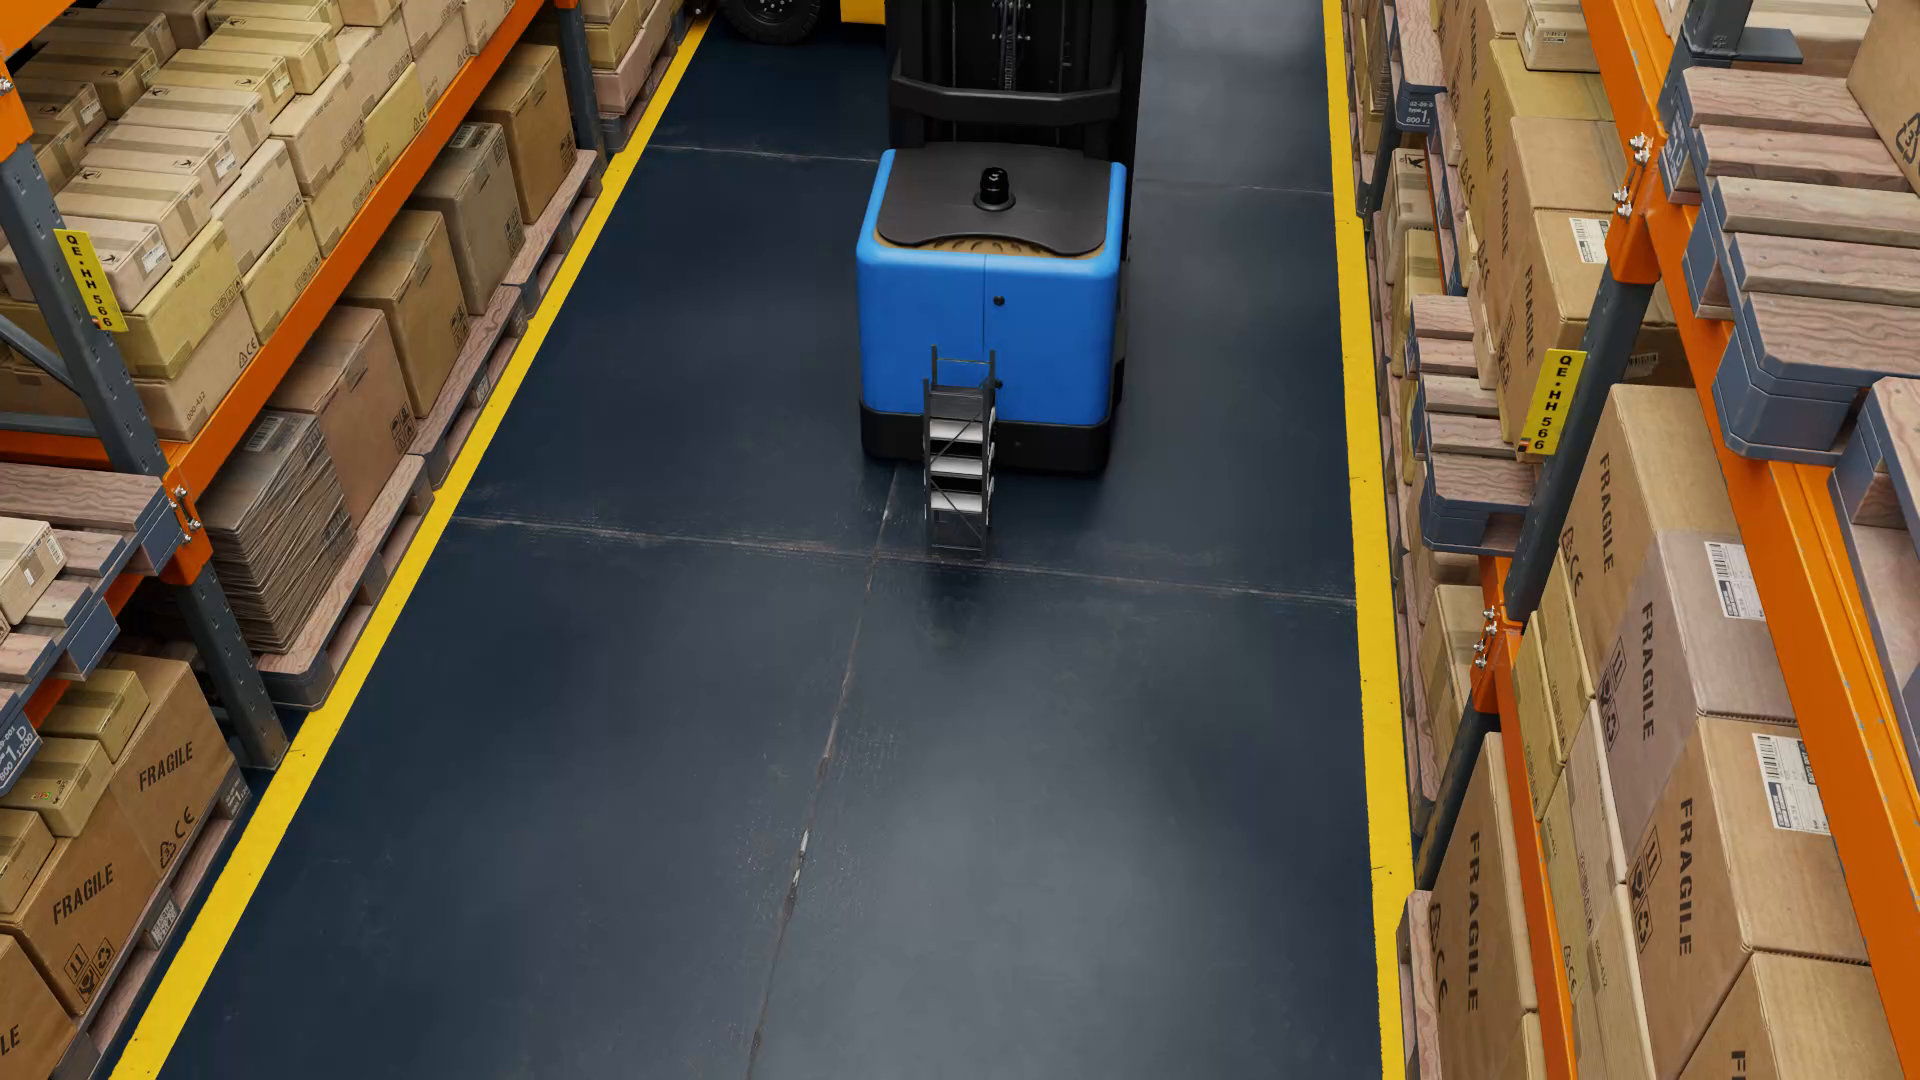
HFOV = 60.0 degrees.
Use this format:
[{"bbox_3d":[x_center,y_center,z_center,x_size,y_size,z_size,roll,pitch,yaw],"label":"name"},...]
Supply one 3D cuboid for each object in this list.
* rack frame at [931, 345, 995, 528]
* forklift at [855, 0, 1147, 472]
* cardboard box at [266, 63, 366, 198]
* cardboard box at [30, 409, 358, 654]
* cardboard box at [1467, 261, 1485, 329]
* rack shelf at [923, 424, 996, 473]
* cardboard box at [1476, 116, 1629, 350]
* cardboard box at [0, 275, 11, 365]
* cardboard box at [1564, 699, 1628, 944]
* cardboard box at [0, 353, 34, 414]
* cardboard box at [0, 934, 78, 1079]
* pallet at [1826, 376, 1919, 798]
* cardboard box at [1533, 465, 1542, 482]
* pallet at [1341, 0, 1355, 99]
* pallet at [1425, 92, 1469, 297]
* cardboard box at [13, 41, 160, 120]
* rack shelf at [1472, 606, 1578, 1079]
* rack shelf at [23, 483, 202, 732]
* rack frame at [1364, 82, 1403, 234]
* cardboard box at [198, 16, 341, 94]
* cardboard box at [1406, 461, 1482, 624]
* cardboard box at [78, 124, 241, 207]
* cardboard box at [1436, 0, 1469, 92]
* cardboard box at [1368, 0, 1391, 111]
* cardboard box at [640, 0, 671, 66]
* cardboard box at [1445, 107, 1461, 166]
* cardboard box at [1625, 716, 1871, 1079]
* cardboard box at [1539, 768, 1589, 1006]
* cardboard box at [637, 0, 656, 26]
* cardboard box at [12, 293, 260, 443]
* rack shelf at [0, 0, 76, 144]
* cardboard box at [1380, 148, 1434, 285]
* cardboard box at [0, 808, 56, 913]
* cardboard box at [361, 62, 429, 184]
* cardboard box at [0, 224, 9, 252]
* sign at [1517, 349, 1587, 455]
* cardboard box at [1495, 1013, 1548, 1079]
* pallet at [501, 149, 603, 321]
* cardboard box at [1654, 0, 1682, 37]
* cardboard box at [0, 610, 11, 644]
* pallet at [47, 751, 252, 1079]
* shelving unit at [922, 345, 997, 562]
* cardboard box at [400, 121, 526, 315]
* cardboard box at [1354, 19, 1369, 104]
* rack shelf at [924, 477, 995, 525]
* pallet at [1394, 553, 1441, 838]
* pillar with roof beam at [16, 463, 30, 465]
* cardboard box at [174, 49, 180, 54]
[{"bbox_3d":[0.012,-0.391,6.508,0.240,0.900,0.006,5,44,6],"label":"rack frame"},{"bbox_3d":[0.259,-2.362,7.113,1.130,2.935,3.031,4,44,5],"label":"forklift"},{"bbox_3d":[-2.450,-1.458,5.854,0.500,0.250,0.500,4,44,4],"label":"cardboard box"},{"bbox_3d":[-2.810,-0.069,6.062,0.875,0.625,0.625,7,44,7],"label":"cardboard box"},{"bbox_3d":[1.819,-0.748,5.235,0.380,0.149,0.250,3,44,4],"label":"cardboard box"},{"bbox_3d":[-0.001,-0.362,6.396,0.258,0.077,0.200,5,44,6],"label":"rack shelf"},{"bbox_3d":[1.857,-0.891,4.915,0.500,0.500,0.500,5,44,5],"label":"cardboard box"},{"bbox_3d":[-3.122,-0.813,5.172,0.500,0.250,0.500,6,44,6],"label":"cardboard box"},{"bbox_3d":[1.634,0.642,3.636,0.500,0.250,0.500,6,44,7],"label":"cardboard box"},{"bbox_3d":[-3.100,-0.630,5.342,0.500,0.250,0.500,4,44,5],"label":"cardboard box"},{"bbox_3d":[-2.892,1.405,4.597,0.500,0.500,0.500,7,44,7],"label":"cardboard box"},{"bbox_3d":[1.838,0.280,2.229,1.003,0.211,1.213,7,44,7],"label":"pallet"},{"bbox_3d":[1.825,-0.212,4.669,0.380,0.149,0.250,7,44,7],"label":"cardboard box"},{"bbox_3d":[2.756,-2.914,9.674,1.003,0.211,1.213,5,44,6],"label":"pallet"},{"bbox_3d":[2.236,-1.189,5.964,1.003,0.211,1.213,5,44,6],"label":"pallet"},{"bbox_3d":[-2.970,-1.571,5.682,0.380,0.149,0.250,5,44,5],"label":"cardboard box"},{"bbox_3d":[1.751,1.718,3.277,1.077,0.370,4.000,5,44,6],"label":"rack shelf"},{"bbox_3d":[-3.170,1.270,3.751,1.077,0.370,4.000,5,44,6],"label":"rack shelf"},{"bbox_3d":[2.544,-2.632,7.348,1.000,3.000,0.127,5,44,6],"label":"rack frame"},{"bbox_3d":[-2.411,-1.697,5.816,0.380,0.149,0.250,6,44,6],"label":"cardboard box"},{"bbox_3d":[2.189,0.008,6.166,0.950,0.372,0.625,4,44,5],"label":"cardboard box"},{"bbox_3d":[-2.529,-1.176,5.266,0.380,0.149,0.250,6,44,7],"label":"cardboard box"},{"bbox_3d":[2.053,-1.958,6.042,0.500,0.500,0.500,5,44,5],"label":"cardboard box"},{"bbox_3d":[2.356,-2.486,8.343,0.500,0.500,0.500,5,44,5],"label":"cardboard box"},{"bbox_3d":[-1.933,-2.882,9.306,0.500,0.250,0.500,4,44,5],"label":"cardboard box"},{"bbox_3d":[1.958,-1.460,5.987,0.380,0.149,0.250,7,44,7],"label":"cardboard box"},{"bbox_3d":[1.568,0.699,3.030,0.500,0.500,0.500,6,44,7],"label":"cardboard box"},{"bbox_3d":[1.651,0.811,3.821,0.500,0.250,0.500,4,44,4],"label":"cardboard box"},{"bbox_3d":[-1.942,-3.061,9.132,0.500,0.250,0.500,5,44,5],"label":"cardboard box"},{"bbox_3d":[-2.605,-0.580,5.290,0.500,0.250,0.500,5,44,6],"label":"cardboard box"},{"bbox_3d":[-2.641,-2.546,5.598,1.077,0.370,4.000,5,44,6],"label":"rack shelf"},{"bbox_3d":[2.477,-1.473,7.729,0.950,0.372,0.625,6,44,6],"label":"cardboard box"},{"bbox_3d":[-2.804,0.889,4.670,0.380,0.149,0.250,4,44,4],"label":"cardboard box"},{"bbox_3d":[-2.402,-1.628,6.396,0.500,0.250,0.500,7,44,7],"label":"cardboard box"},{"bbox_3d":[-3.063,-0.866,4.939,0.380,0.149,0.250,7,44,7],"label":"cardboard box"},{"bbox_3d":[1.476,-0.340,4.143,0.100,0.325,0.005,5,44,6],"label":"sign"},{"bbox_3d":[1.719,1.784,3.924,0.875,0.875,0.875,6,44,6],"label":"cardboard box"},{"bbox_3d":[-2.436,-1.562,8.246,1.003,0.211,1.213,5,44,6],"label":"pallet"},{"bbox_3d":[1.873,-1.308,3.951,0.380,0.149,0.250,5,44,6],"label":"cardboard box"},{"bbox_3d":[-2.724,0.296,4.059,0.500,0.250,0.500,3,44,4],"label":"cardboard box"},{"bbox_3d":[-3.042,1.163,5.368,1.003,0.211,1.213,5,44,6],"label":"pallet"},{"bbox_3d":[-0.001,-0.321,6.435,0.258,0.900,0.210,5,44,6],"label":"shelving unit"},{"bbox_3d":[-2.545,-1.486,7.559,0.875,0.625,0.625,5,44,5],"label":"cardboard box"},{"bbox_3d":[2.416,-2.577,8.985,0.500,0.250,0.500,4,44,4],"label":"cardboard box"},{"bbox_3d":[-0.001,-0.166,6.581,0.258,0.077,0.200,5,44,6],"label":"rack shelf"},{"bbox_3d":[2.120,0.574,5.990,1.003,0.211,1.213,5,44,6],"label":"pallet"},{"bbox_3d":[0.641,-3.112,3.492,9.100,9.000,0.400,5,44,6],"label":"pillar with roof beam"},{"bbox_3d":[-2.913,-1.845,6.262,0.500,0.250,0.500,4,44,5],"label":"cardboard box"}]
